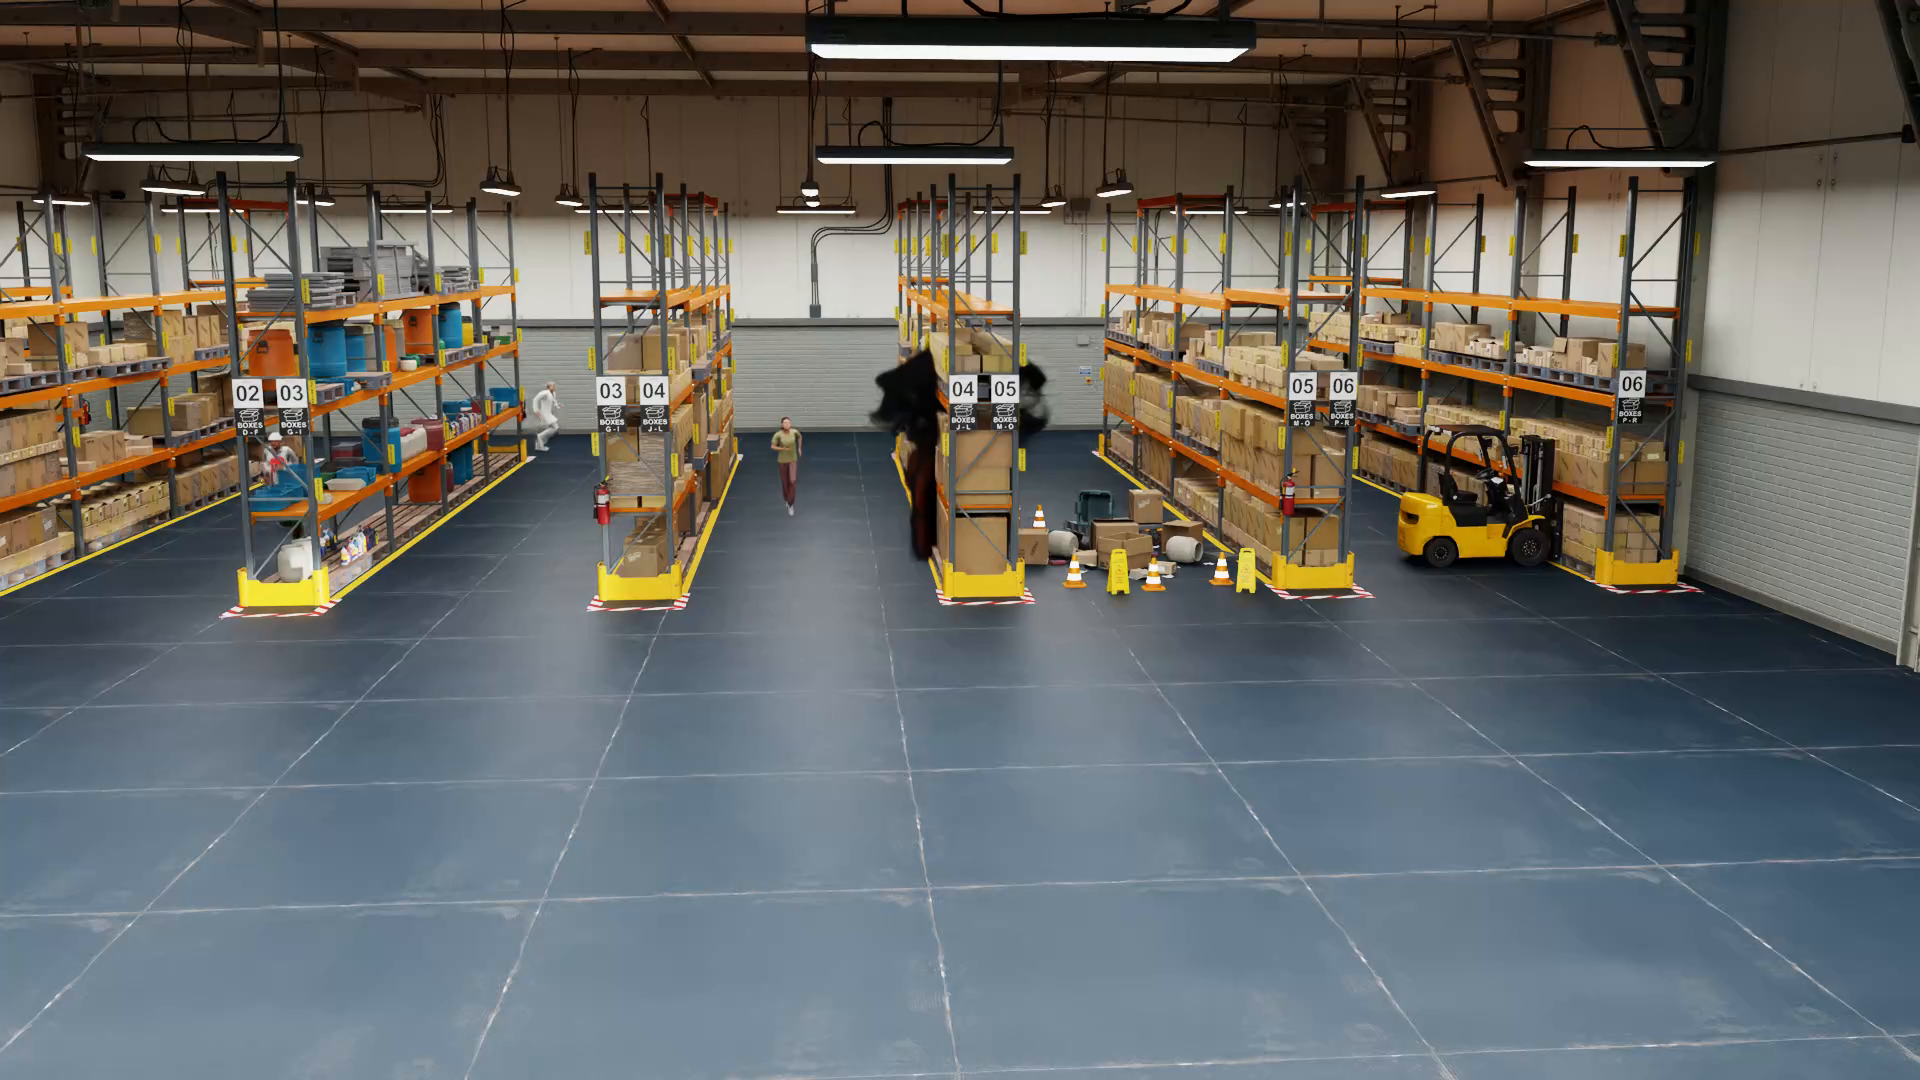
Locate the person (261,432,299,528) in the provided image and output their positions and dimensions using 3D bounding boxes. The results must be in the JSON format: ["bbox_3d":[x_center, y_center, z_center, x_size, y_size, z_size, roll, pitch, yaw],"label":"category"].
[{"bbox_3d":[-12.312,-1.123,30.203,0.636,1.723,0.848,-1,10,-4],"label":"person"}]

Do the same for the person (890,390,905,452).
[{"bbox_3d":[-1.421,-2.930,40.817,0.611,1.580,0.601,0,10,-1],"label":"person"}]

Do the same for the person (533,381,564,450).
[{"bbox_3d":[-10.142,-3.059,40.999,0.780,1.701,0.666,1,10,5],"label":"person"}]

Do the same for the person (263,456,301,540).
[{"bbox_3d":[-11.327,-0.650,27.842,0.694,1.591,0.825,0,10,1],"label":"person"}]

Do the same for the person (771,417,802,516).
[{"bbox_3d":[-3.135,-1.354,30.170,0.592,1.793,0.721,-2,10,-14],"label":"person"}]
